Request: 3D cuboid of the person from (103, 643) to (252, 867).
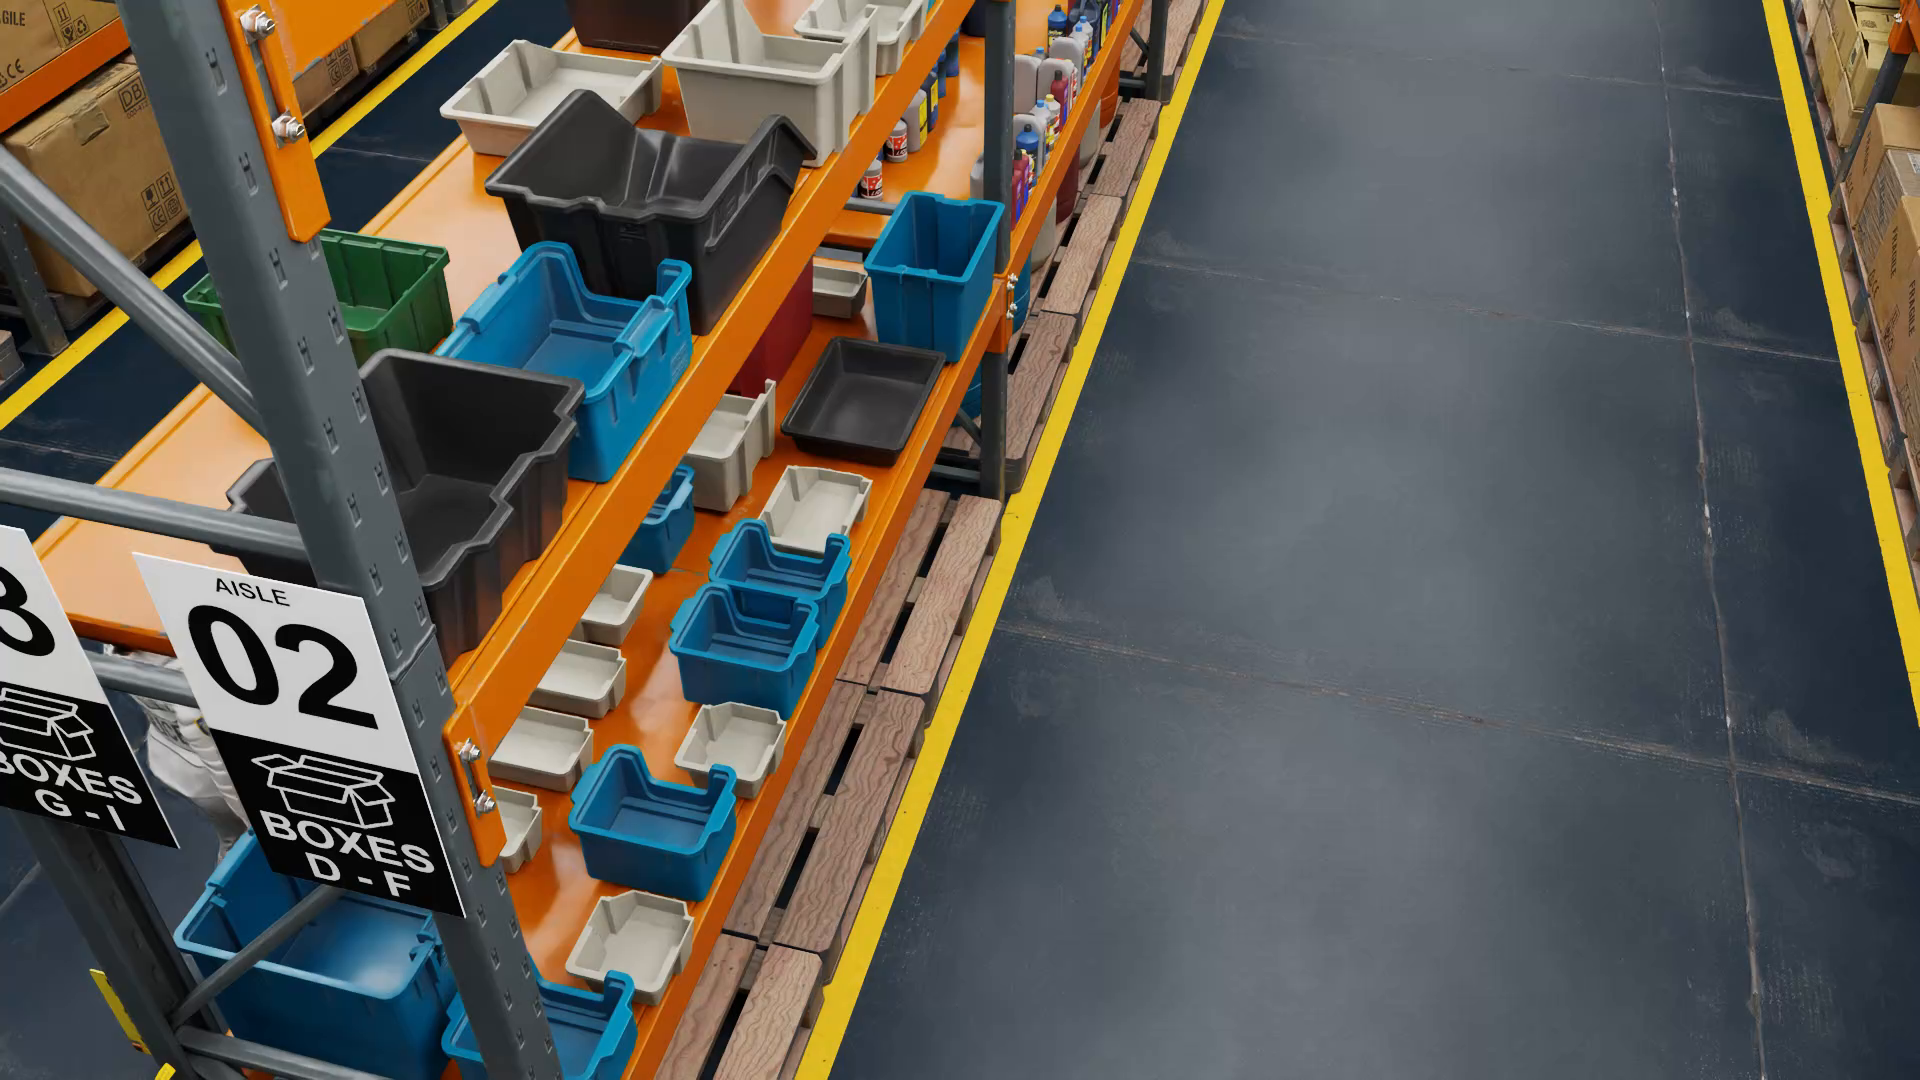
[{"bbox_3d":[-2.342,0.705,5.295,0.514,1.690,0.423,24,47,25],"label":"person"}]
